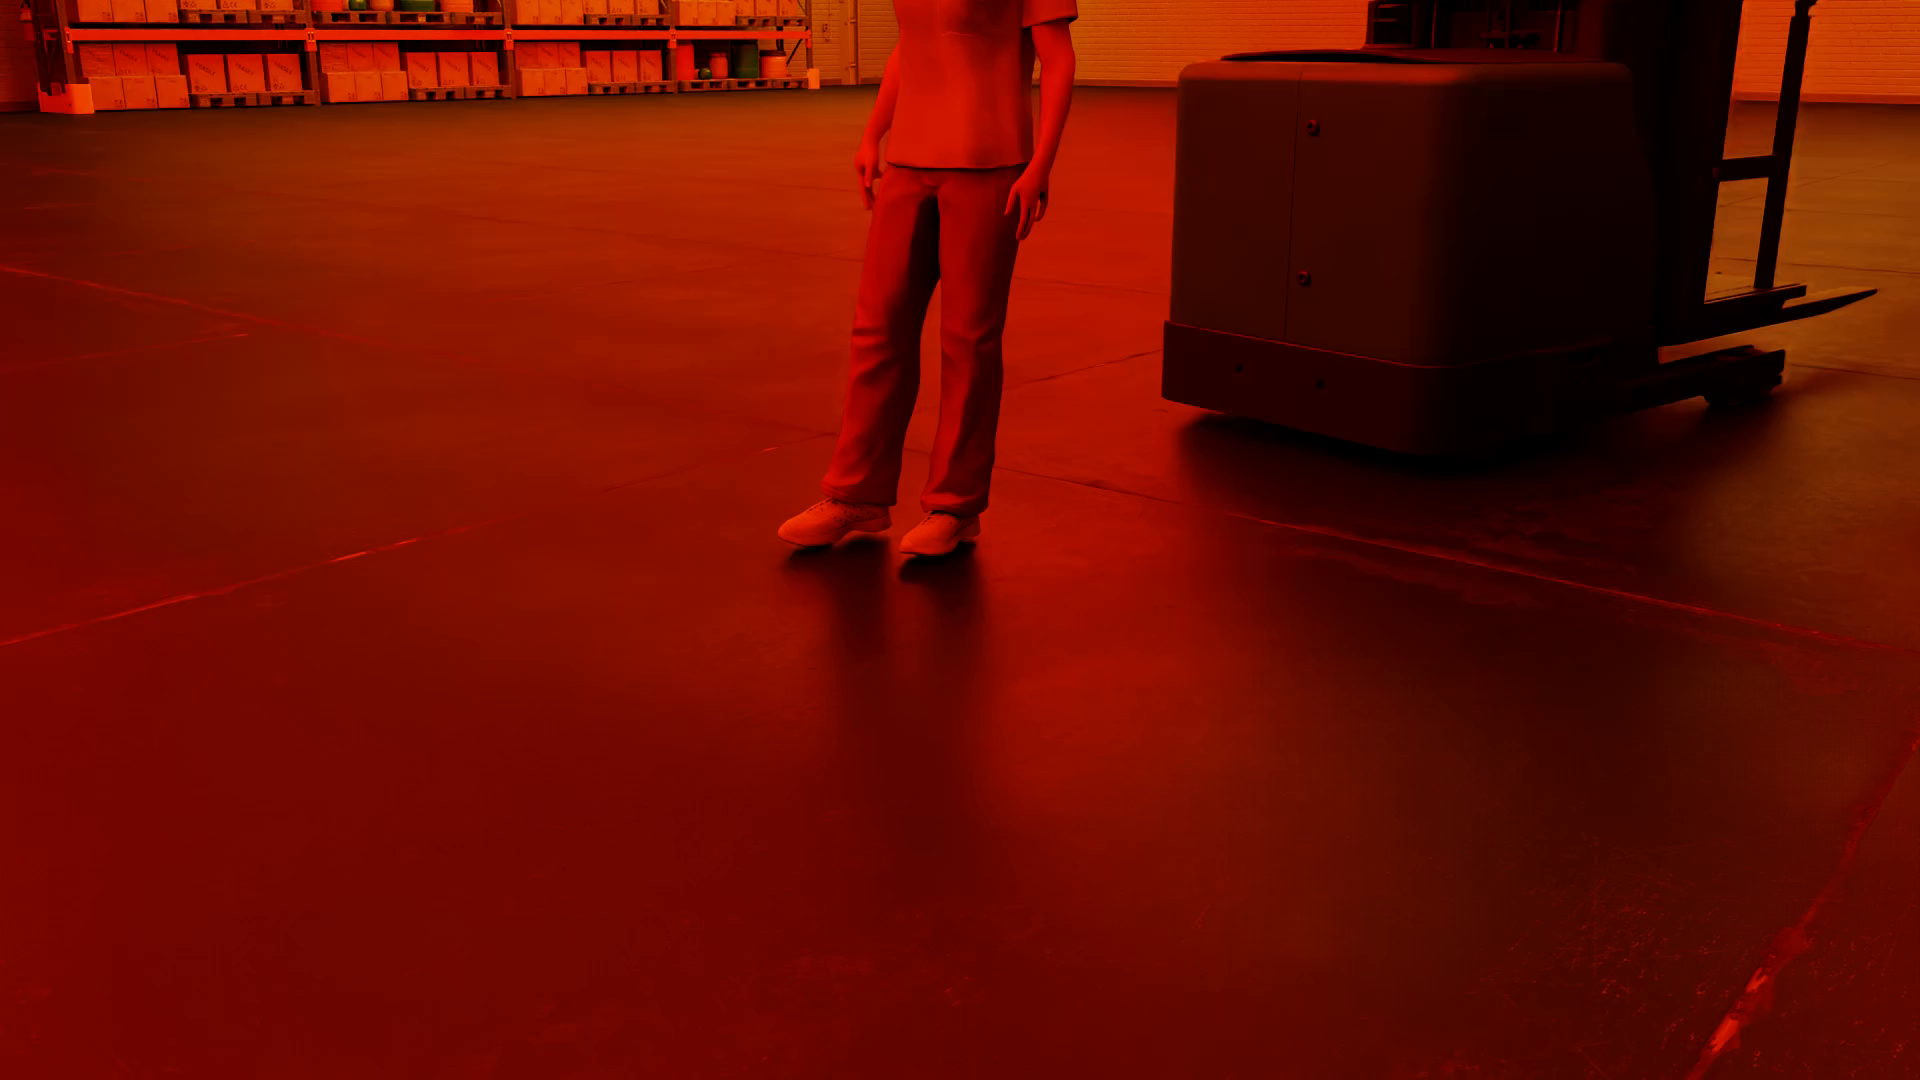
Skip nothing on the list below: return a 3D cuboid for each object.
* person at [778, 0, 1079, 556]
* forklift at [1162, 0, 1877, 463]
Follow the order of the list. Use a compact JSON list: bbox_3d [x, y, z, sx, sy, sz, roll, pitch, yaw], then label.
[{"bbox_3d":[-0.056,-0.794,3.649,0.553,1.675,0.549,13,21,37],"label":"person"},{"bbox_3d":[2.091,-1.940,5.285,3.031,2.935,1.130,-13,21,-37],"label":"forklift"}]
